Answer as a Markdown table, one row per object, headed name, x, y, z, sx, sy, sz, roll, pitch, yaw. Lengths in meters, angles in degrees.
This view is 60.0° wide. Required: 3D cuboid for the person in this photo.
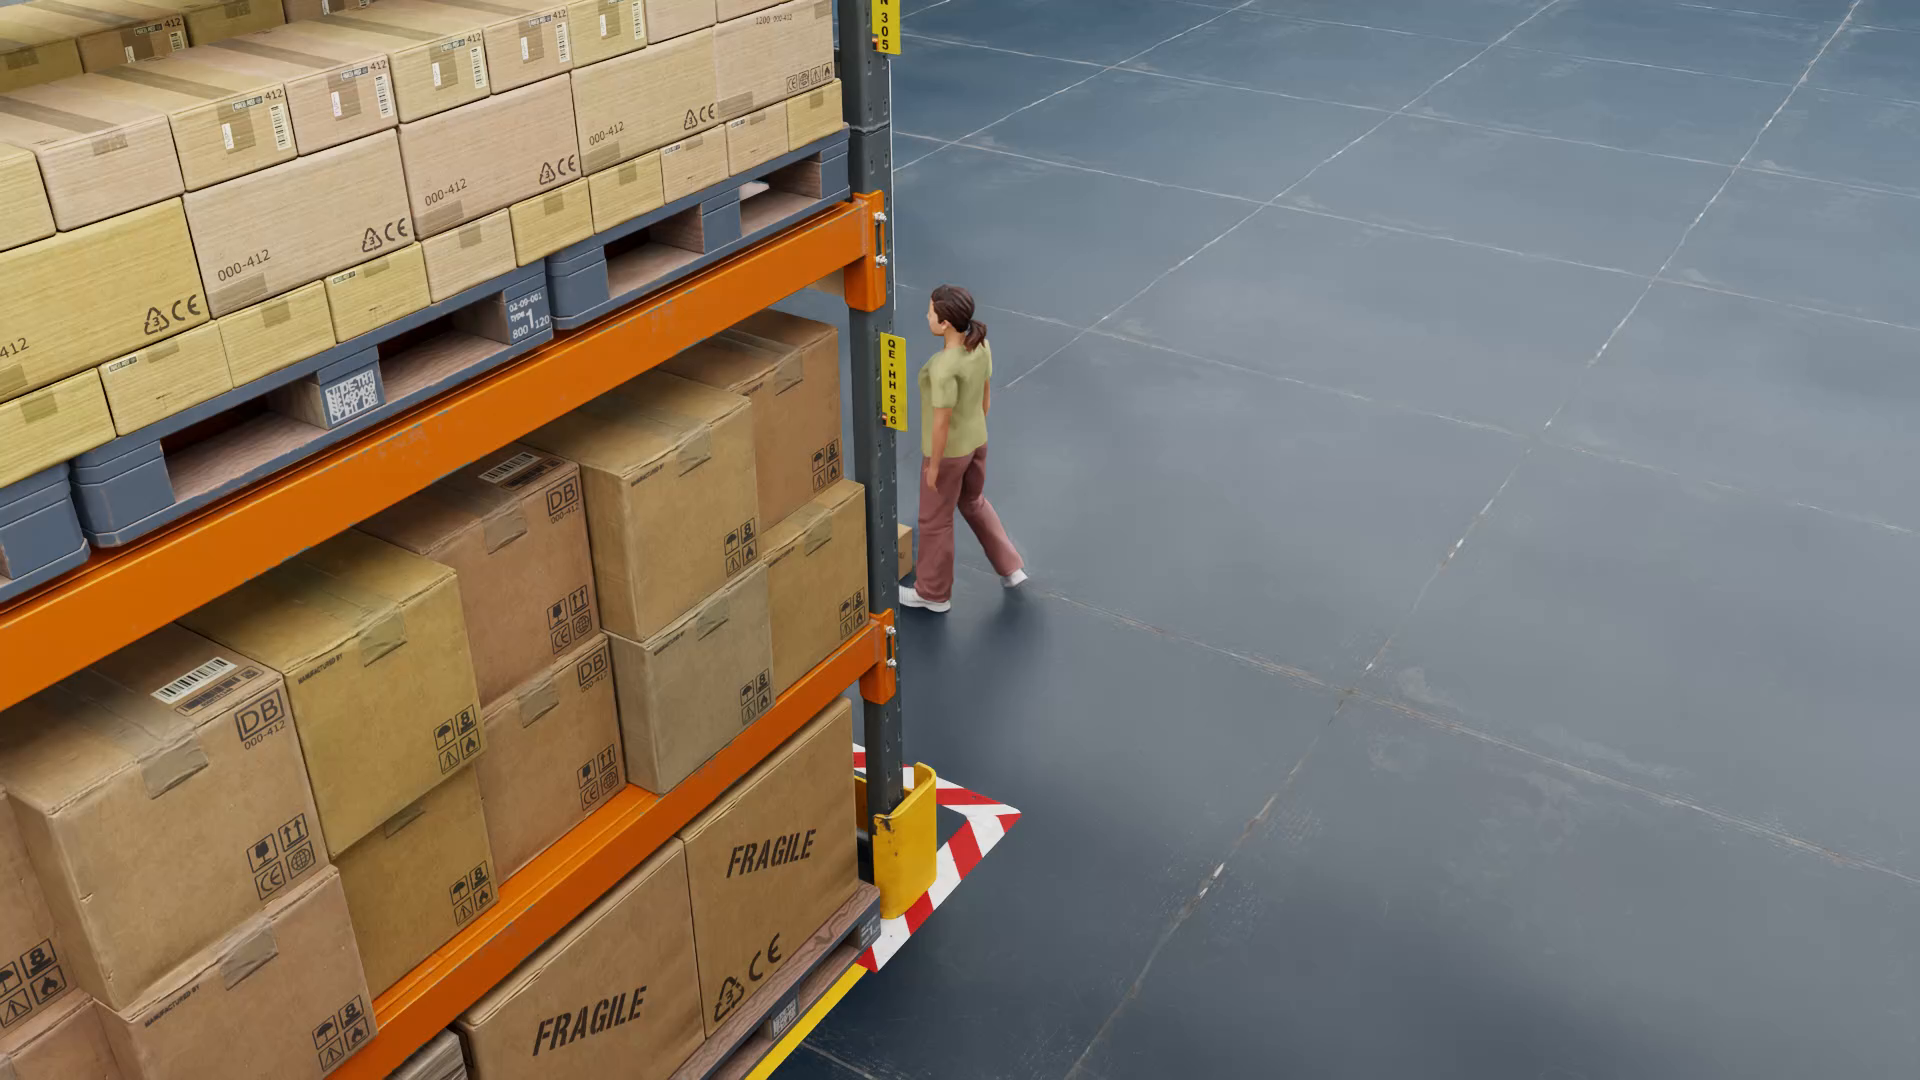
| name | x | y | z | sx | sy | sz | roll | pitch | yaw |
| --- | --- | --- | --- | --- | --- | --- | --- | --- | --- |
| person | 0.012 | -0.429 | 7.870 | 0.584 | 1.696 | 0.585 | 18 | 35 | 27 |
